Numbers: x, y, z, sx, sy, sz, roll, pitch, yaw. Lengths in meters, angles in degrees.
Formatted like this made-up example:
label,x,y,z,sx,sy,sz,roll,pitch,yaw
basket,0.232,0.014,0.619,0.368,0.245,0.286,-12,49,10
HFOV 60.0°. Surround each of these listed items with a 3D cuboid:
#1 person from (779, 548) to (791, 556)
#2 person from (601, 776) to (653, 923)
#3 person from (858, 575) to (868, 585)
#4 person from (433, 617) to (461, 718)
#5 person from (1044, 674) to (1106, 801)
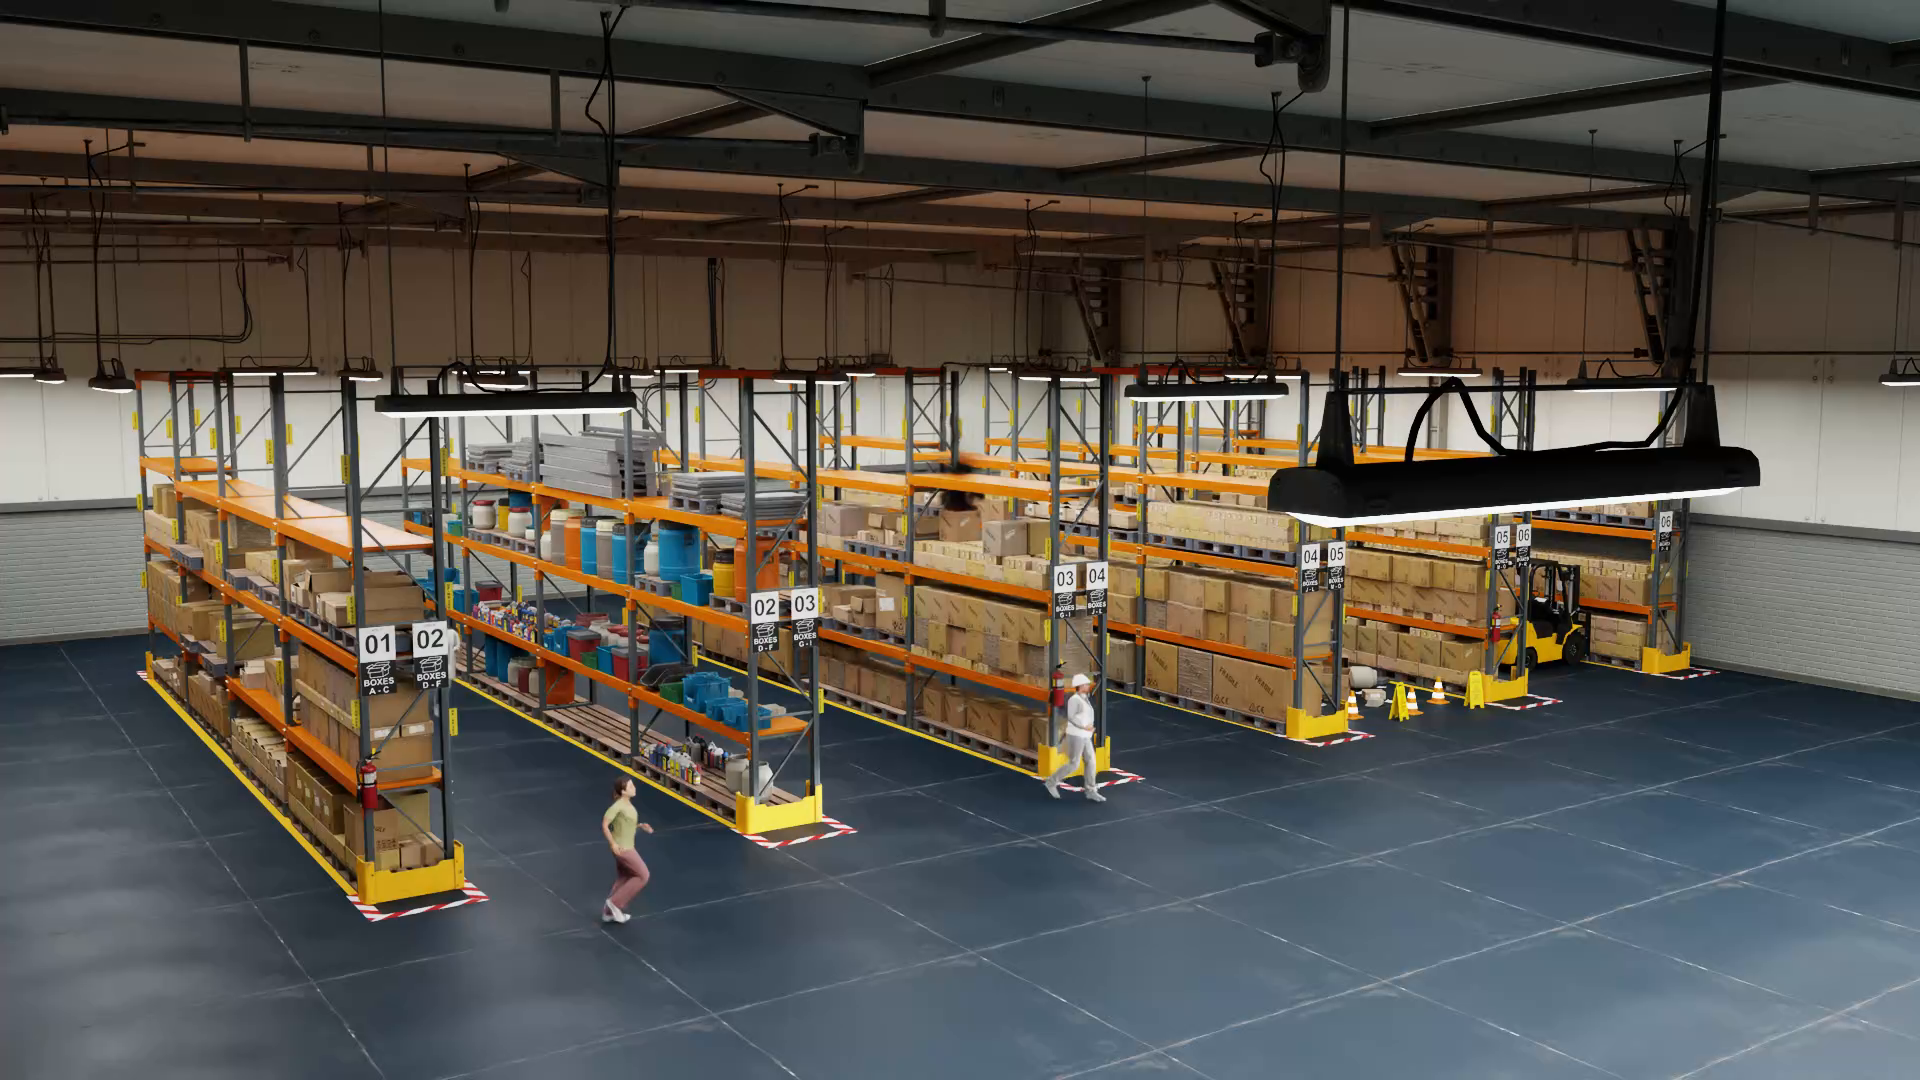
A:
label,x,y,z,sx,sy,sz,roll,pitch,yaw
person,-4.257,0.930,40.578,0.742,1.760,0.701,2,7,19
person,-3.708,3.431,18.492,0.573,1.640,0.584,-1,6,-6
person,-2.416,0.792,42.052,0.555,1.631,0.685,4,7,29
person,-8.986,2.198,28.936,0.680,1.777,0.745,-5,8,-39
person,1.704,2.785,23.638,0.880,1.760,0.728,2,7,20
